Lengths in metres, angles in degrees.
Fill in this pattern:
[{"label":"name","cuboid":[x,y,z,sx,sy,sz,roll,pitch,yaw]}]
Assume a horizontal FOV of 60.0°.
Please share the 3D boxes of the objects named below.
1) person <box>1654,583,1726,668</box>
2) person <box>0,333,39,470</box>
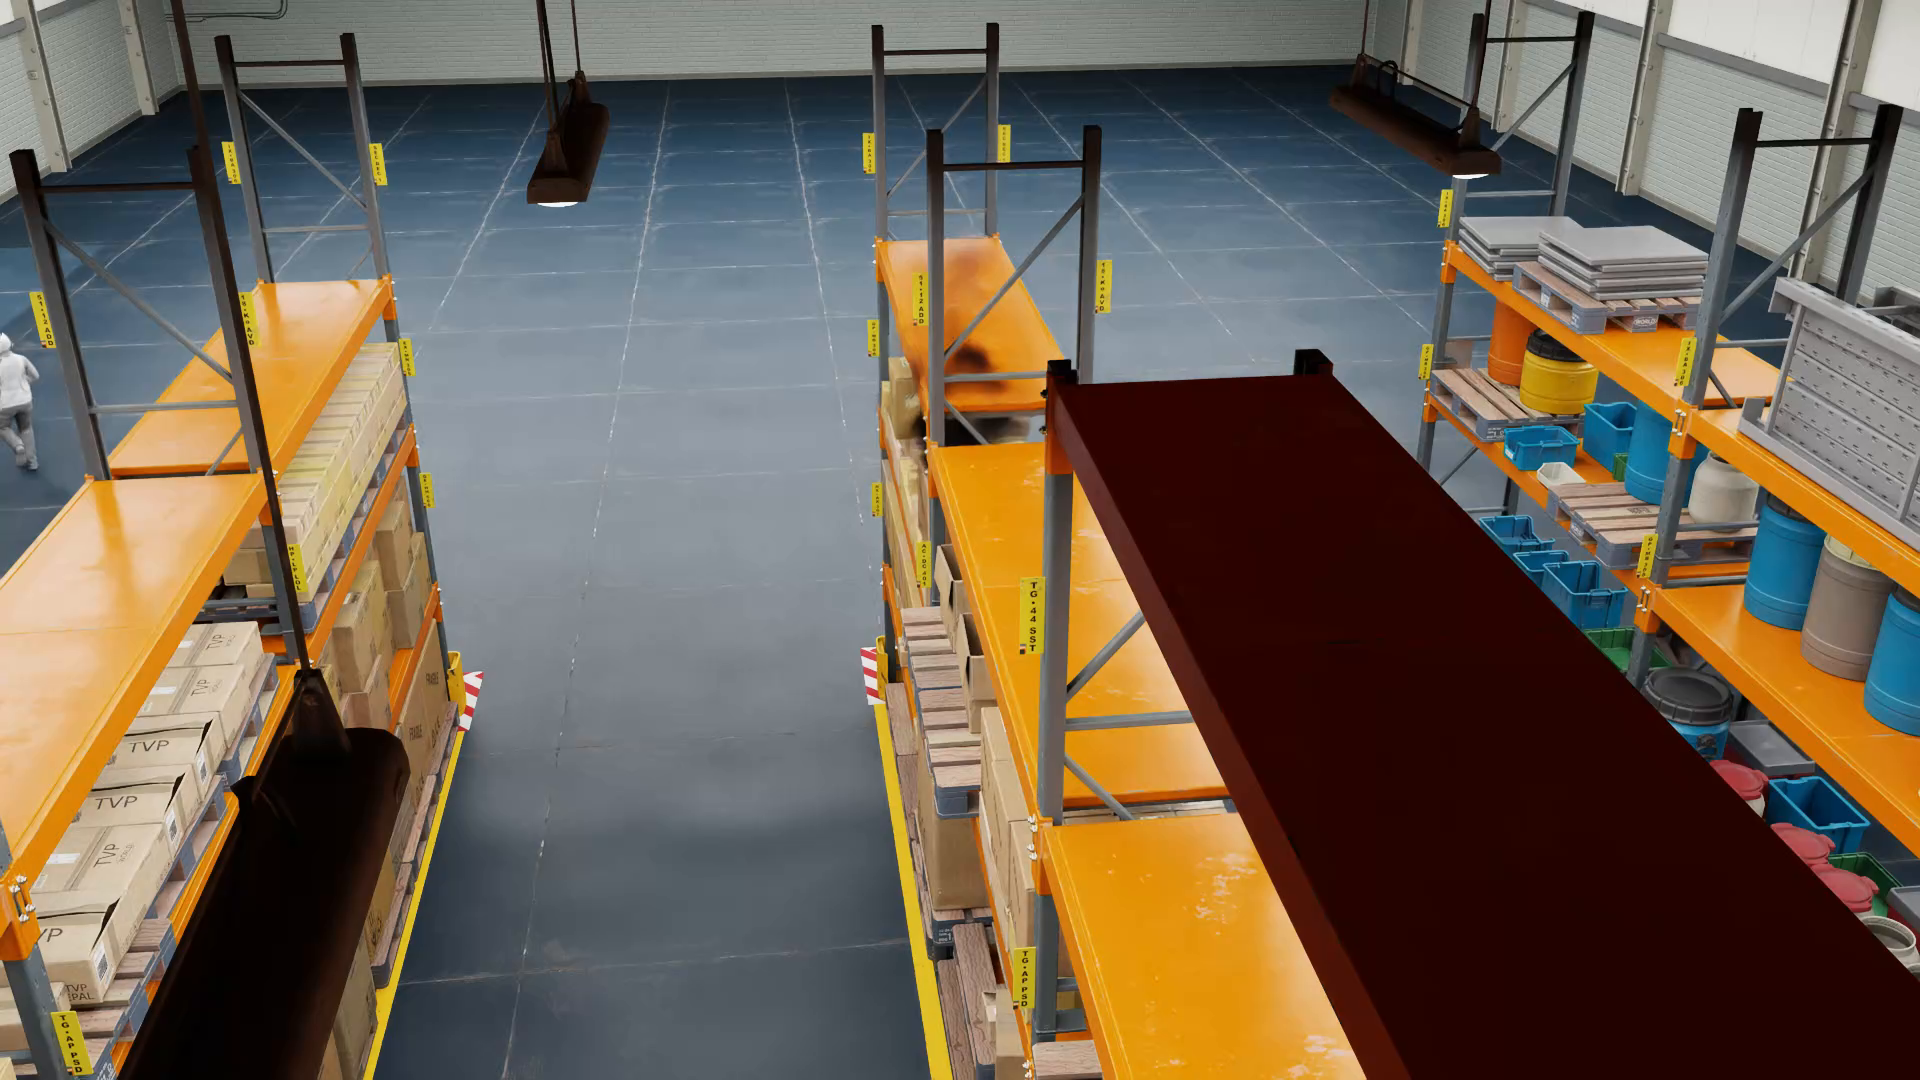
[{"label":"person","cuboid":[6.610,0.628,15.220,0.635,1.676,0.564,-7,26,-14]},{"label":"person","cuboid":[-11.409,-1.671,20.005,0.591,1.736,0.698,23,34,39]}]
